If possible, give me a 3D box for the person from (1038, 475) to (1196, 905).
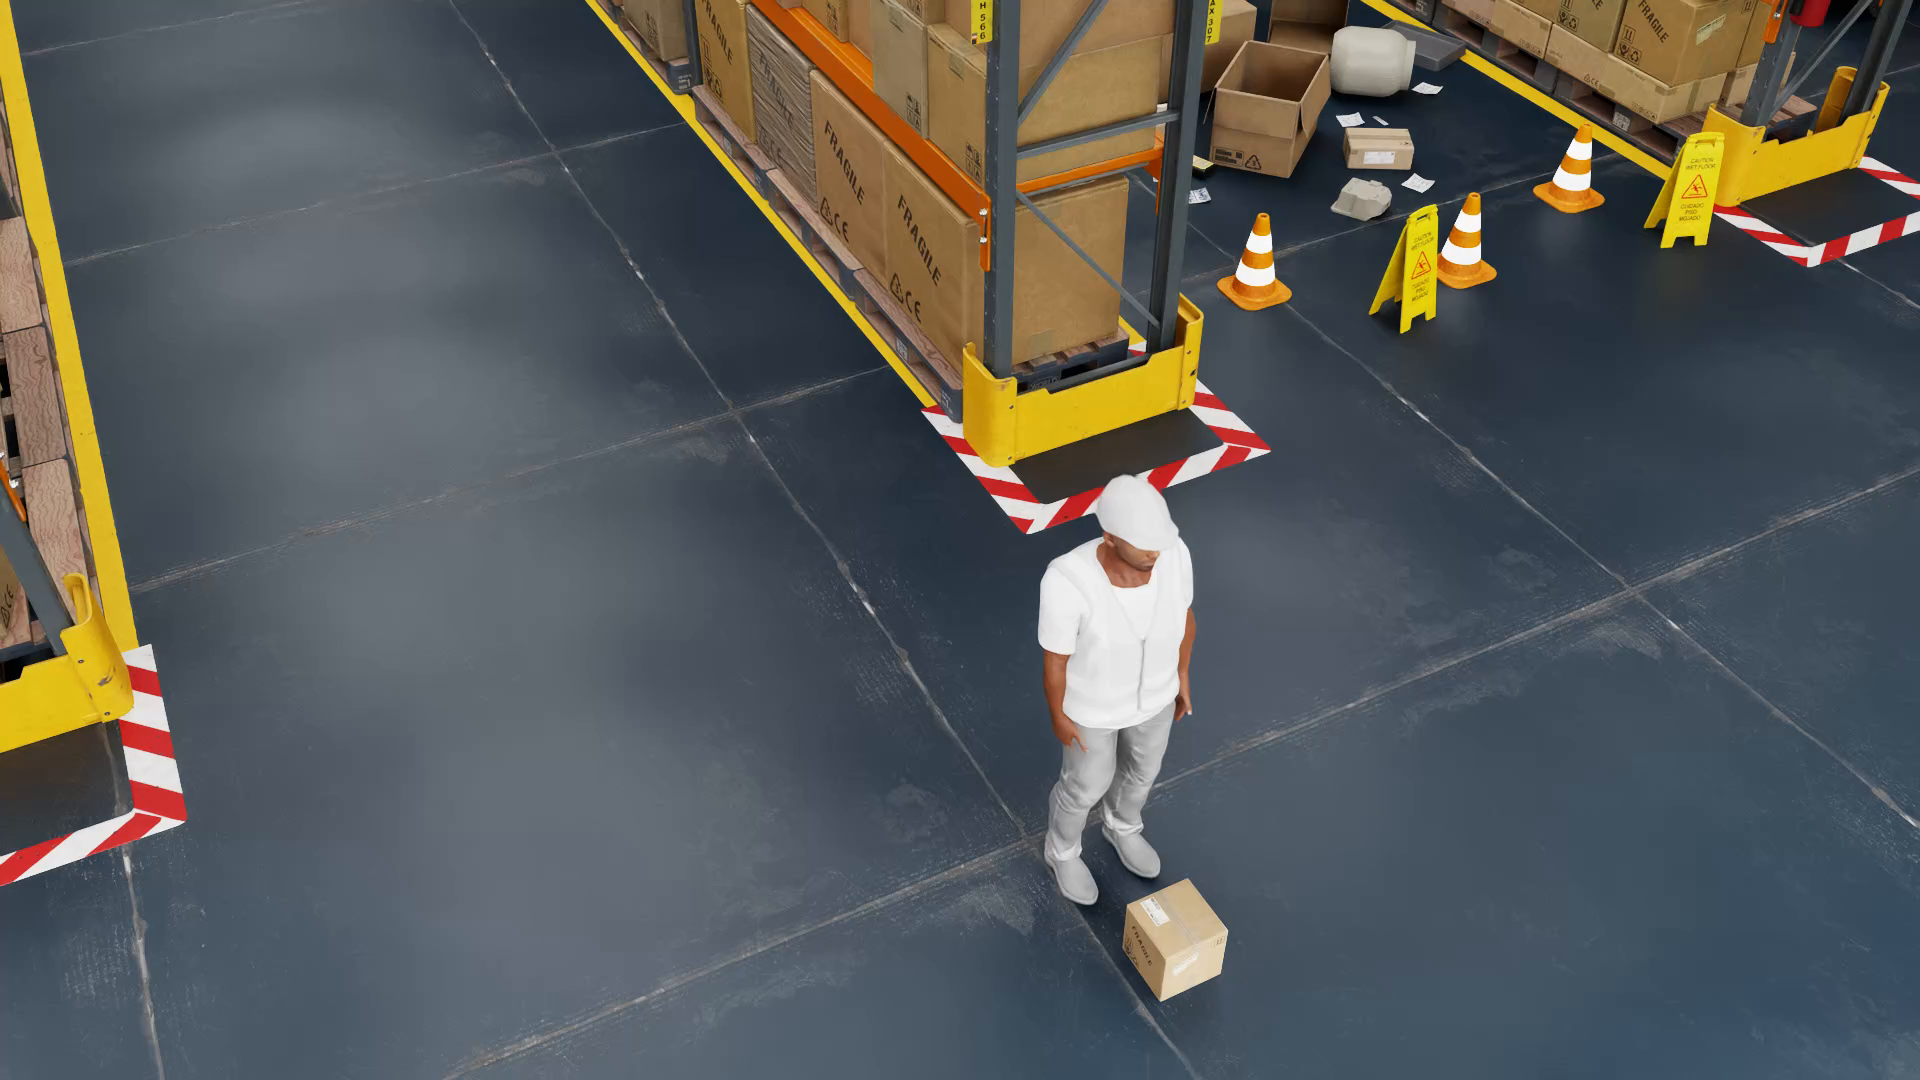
[{"bbox_3d":[0.530,0.509,5.559,0.563,1.759,0.358,-18,44,-19],"label":"person"}]
